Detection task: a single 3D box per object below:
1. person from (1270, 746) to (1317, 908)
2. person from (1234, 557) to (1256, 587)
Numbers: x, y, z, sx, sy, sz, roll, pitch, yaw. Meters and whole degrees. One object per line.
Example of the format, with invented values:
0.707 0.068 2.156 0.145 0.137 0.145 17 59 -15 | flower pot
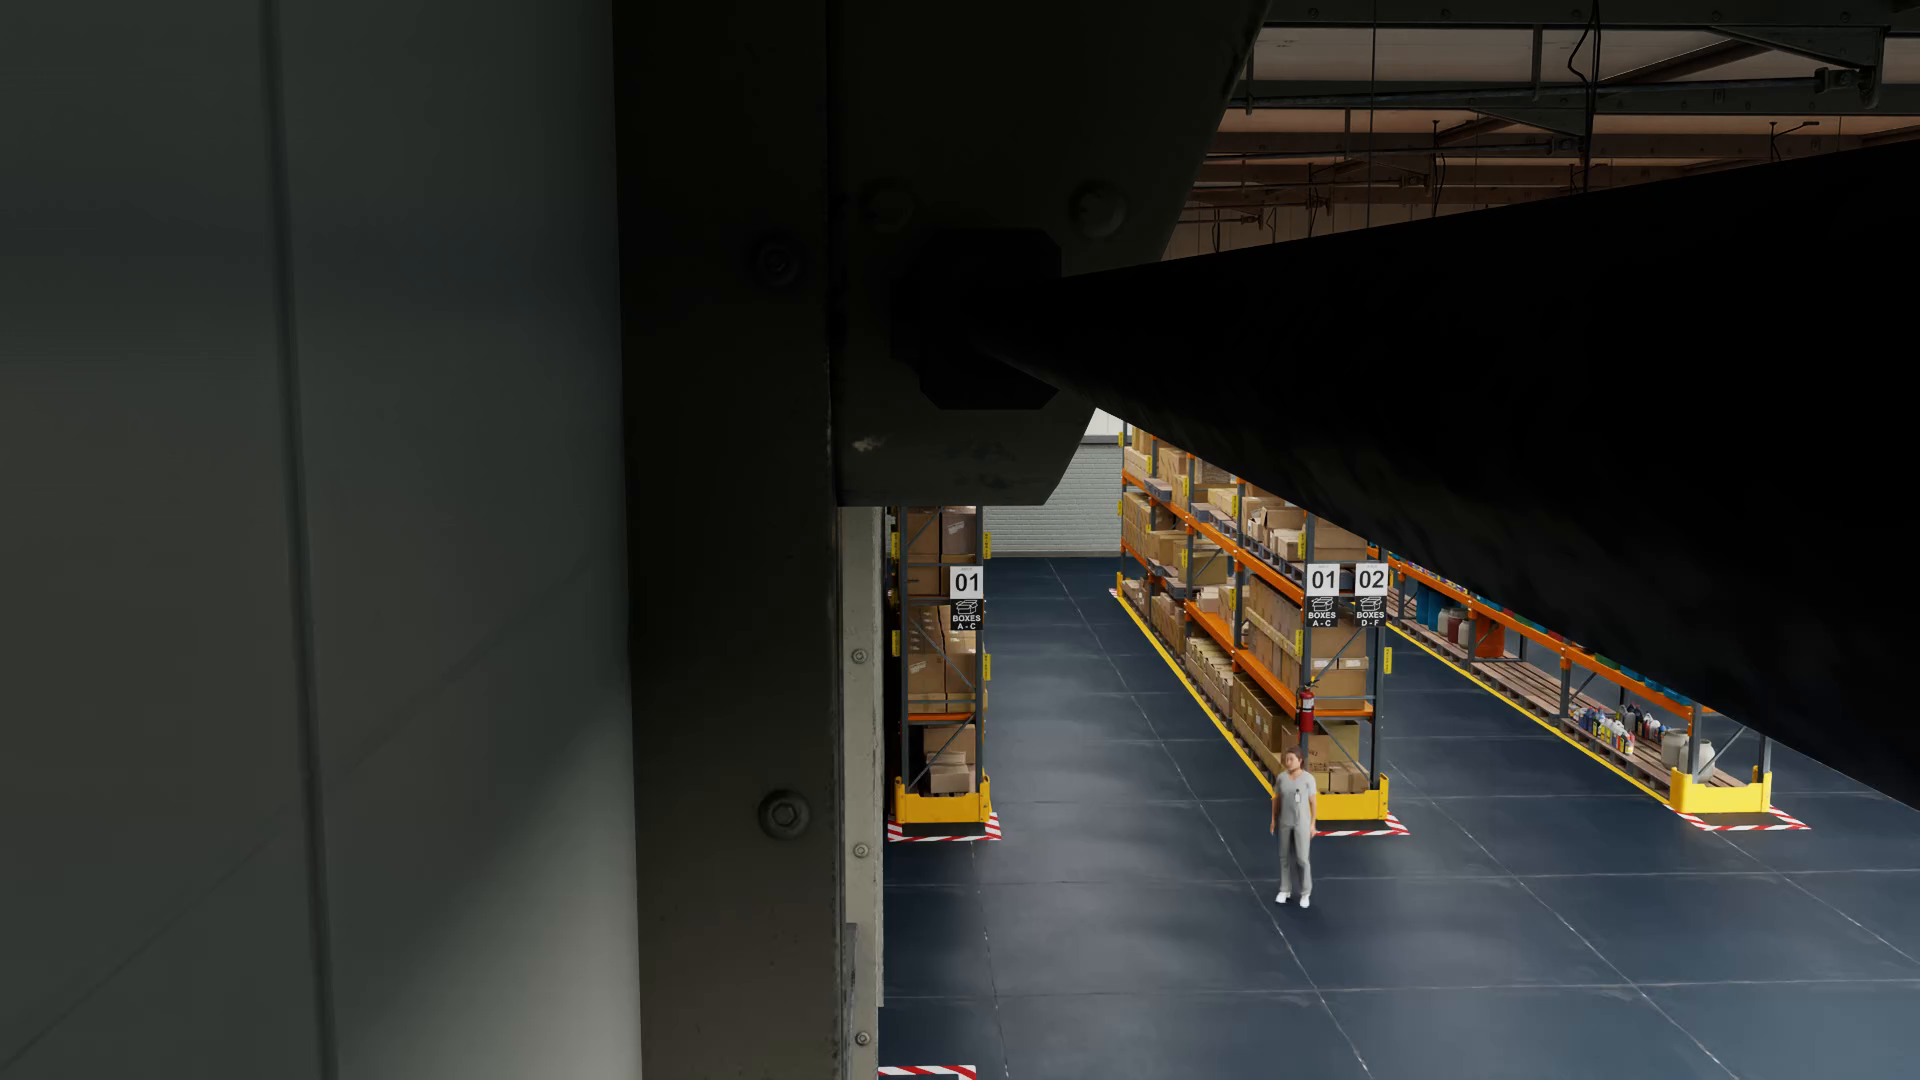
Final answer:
3.541 3.037 17.690 0.476 1.700 0.384 5 9 32 | person
6.247 0.406 36.459 0.589 1.688 0.400 -7 11 -40 | person
